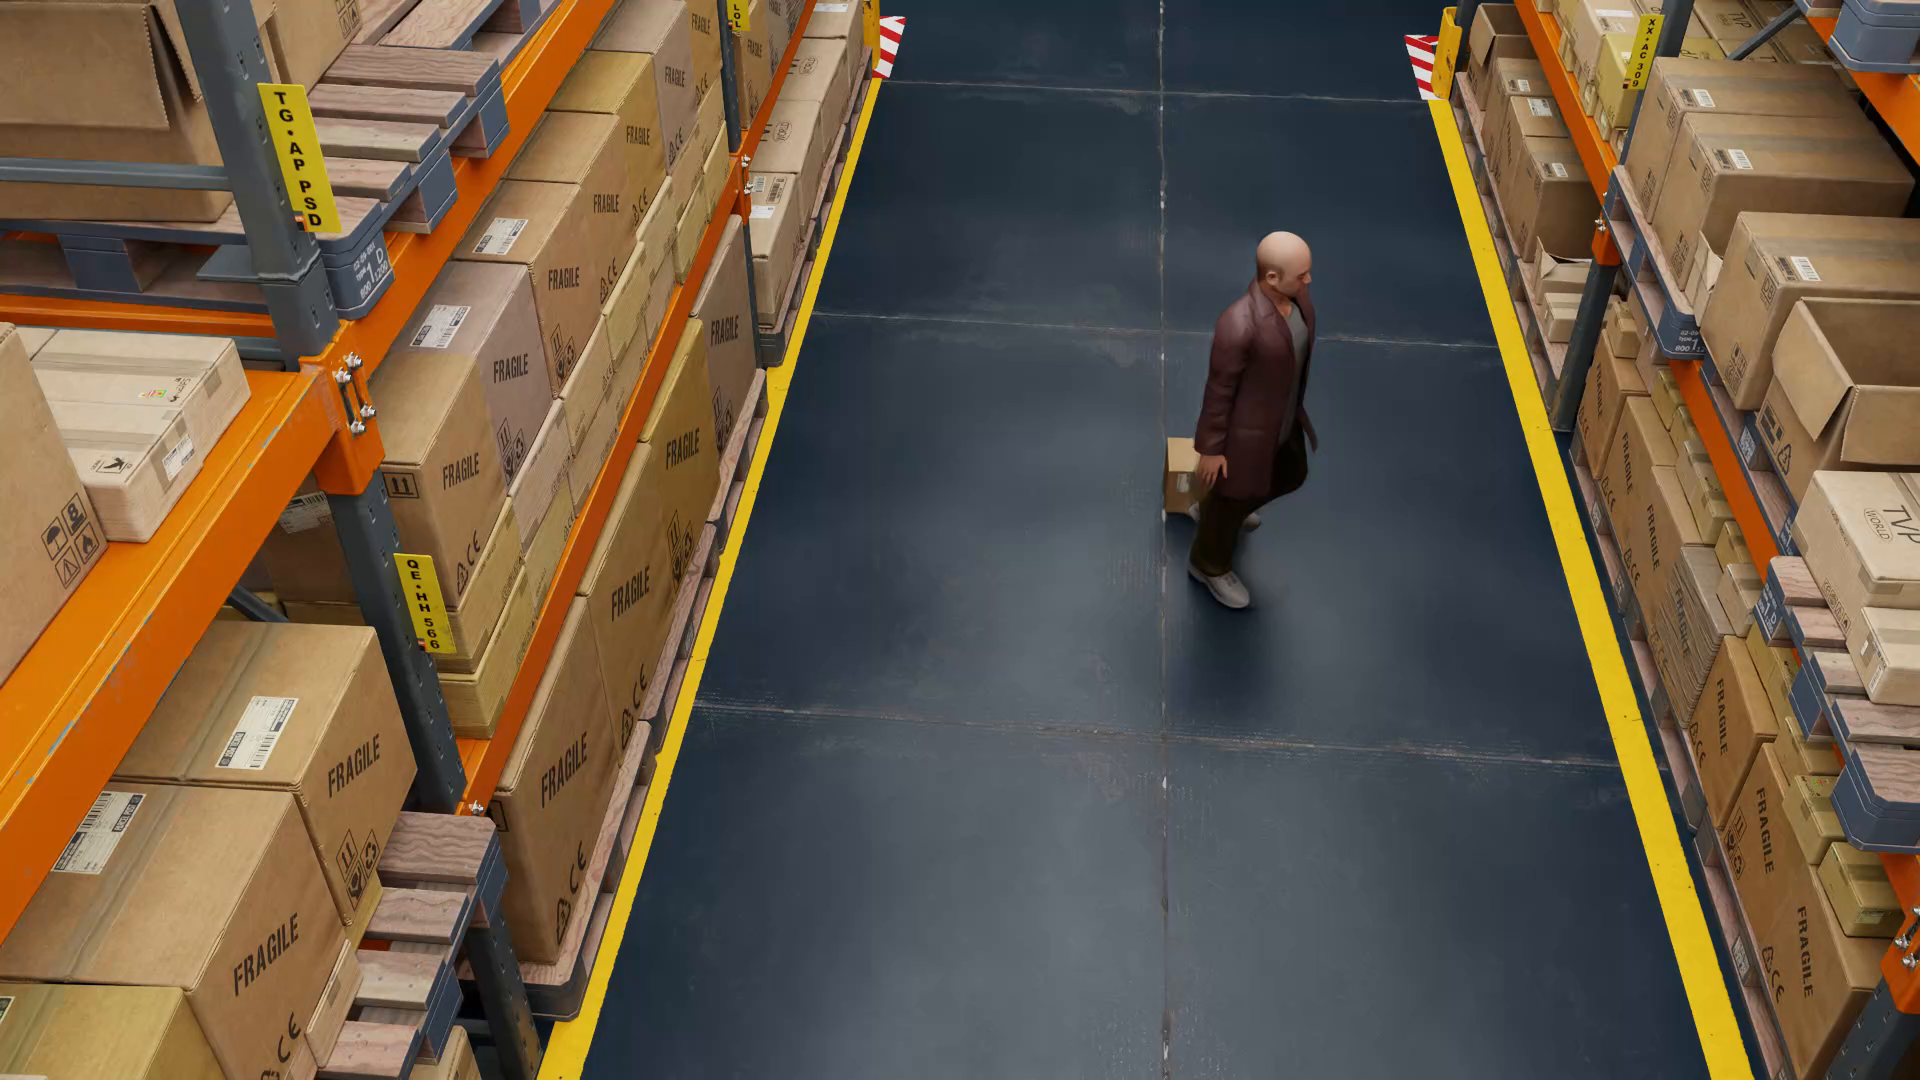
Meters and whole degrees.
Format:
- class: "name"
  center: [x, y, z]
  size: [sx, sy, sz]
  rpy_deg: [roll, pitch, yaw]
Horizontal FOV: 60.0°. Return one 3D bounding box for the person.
- class: "person"
  center: [1.167, -0.520, 6.772]
  size: [0.546, 1.766, 0.732]
  rpy_deg: [28, 47, 30]
